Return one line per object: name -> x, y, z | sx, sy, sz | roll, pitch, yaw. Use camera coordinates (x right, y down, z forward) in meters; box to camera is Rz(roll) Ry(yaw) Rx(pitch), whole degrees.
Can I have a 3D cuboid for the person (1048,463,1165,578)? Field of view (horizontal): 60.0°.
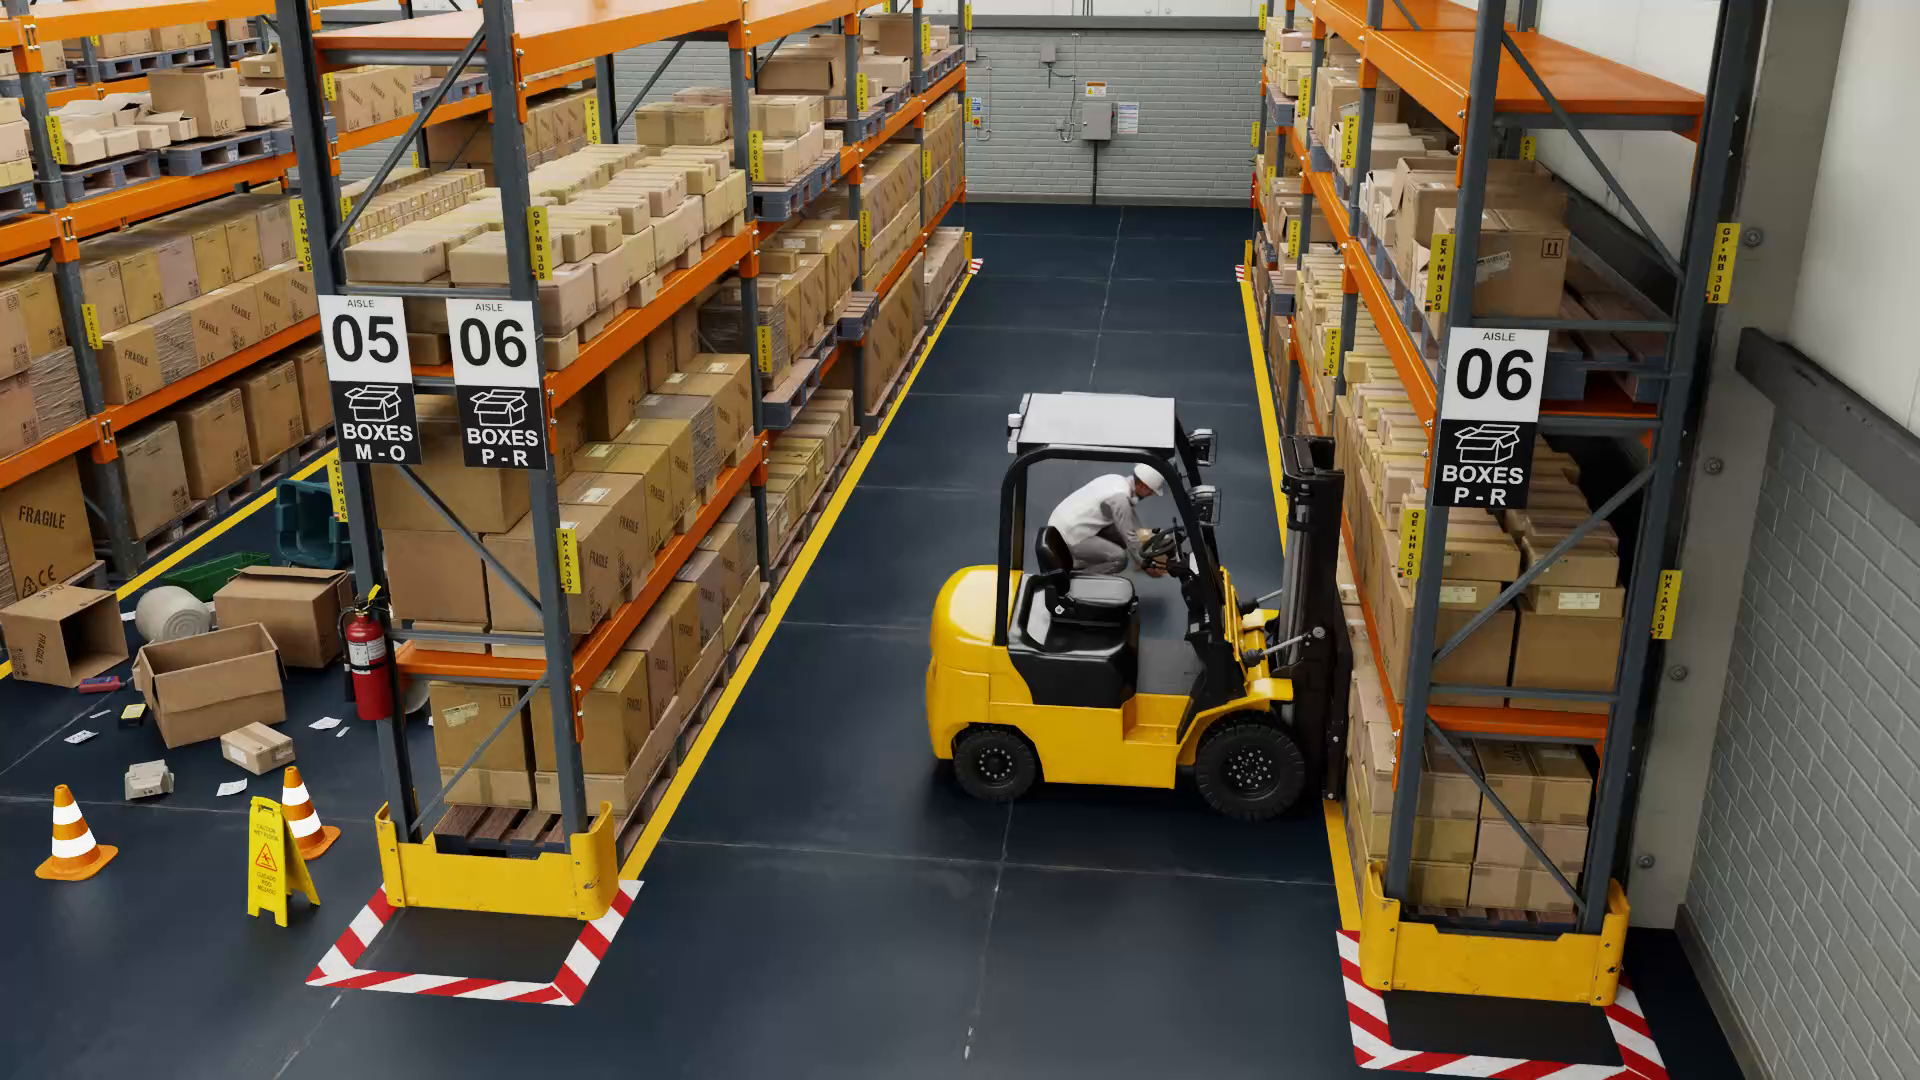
person -> 1.088, -0.102, 12.386 | 0.867, 1.009, 0.541 | 2, 21, 6
